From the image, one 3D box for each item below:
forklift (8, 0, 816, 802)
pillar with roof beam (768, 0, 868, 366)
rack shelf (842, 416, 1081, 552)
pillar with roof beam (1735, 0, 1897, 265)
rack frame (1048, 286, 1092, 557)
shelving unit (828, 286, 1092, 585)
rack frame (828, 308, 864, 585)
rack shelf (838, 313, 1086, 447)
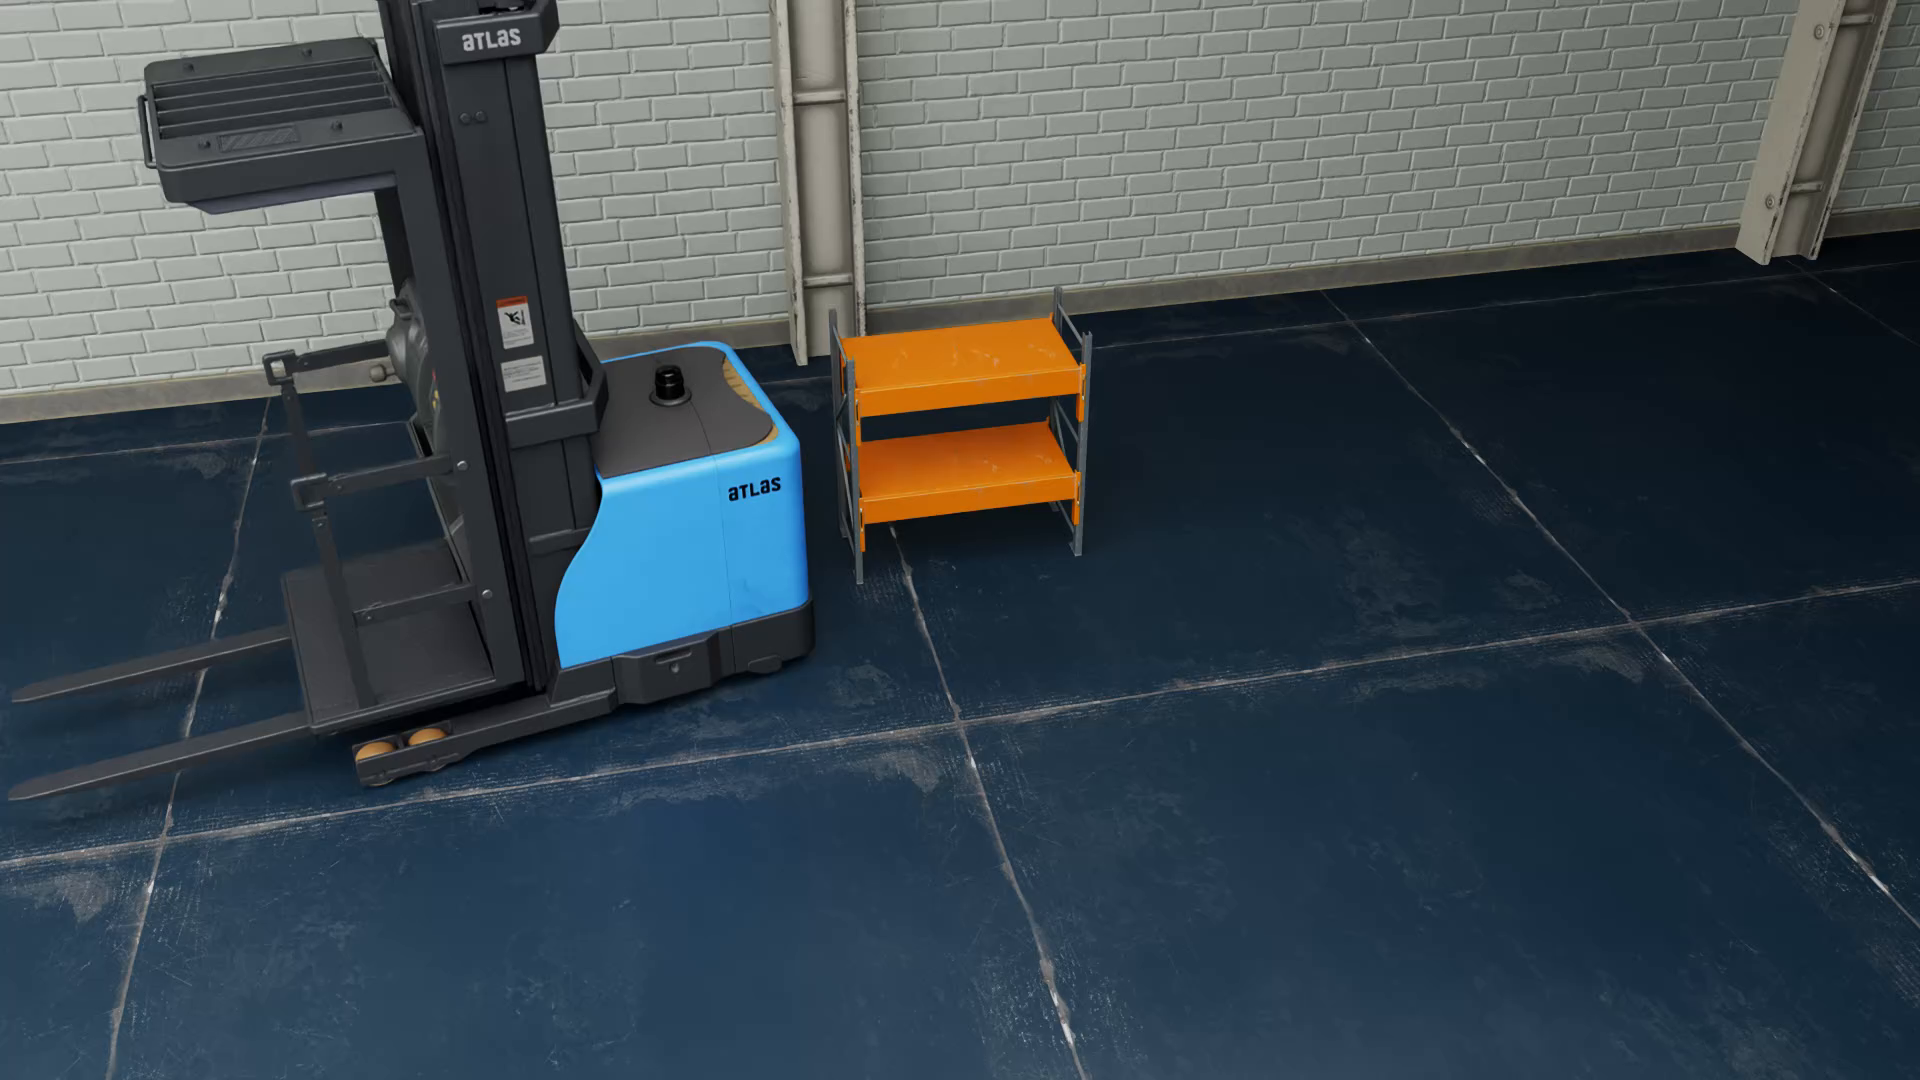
[{"bbox_3d":[-2.168,-0.615,6.036,3.031,2.935,1.130,-14,36,-20],"label":"forklift"},{"bbox_3d":[0.213,-2.468,3.352,0.400,9.000,9.100,-7,35,-11],"label":"pillar with roof beam"},{"bbox_3d":[-0.007,-0.263,7.572,1.000,0.278,0.538,-7,35,-11],"label":"rack shelf"},{"bbox_3d":[6.065,-3.205,4.451,0.400,9.000,9.100,-7,35,-11],"label":"pillar with roof beam"},{"bbox_3d":[0.489,-0.529,7.528,0.032,1.125,0.500,-7,35,-11],"label":"rack frame"},{"bbox_3d":[-0.007,-0.466,7.435,1.048,1.125,0.538,-7,35,-11],"label":"shelving unit"},{"bbox_3d":[-0.502,-0.404,7.342,0.032,1.125,0.500,-7,35,-11],"label":"rack frame"},{"bbox_3d":[-0.007,-0.709,7.272,1.000,0.278,0.538,-7,35,-11],"label":"rack shelf"}]
